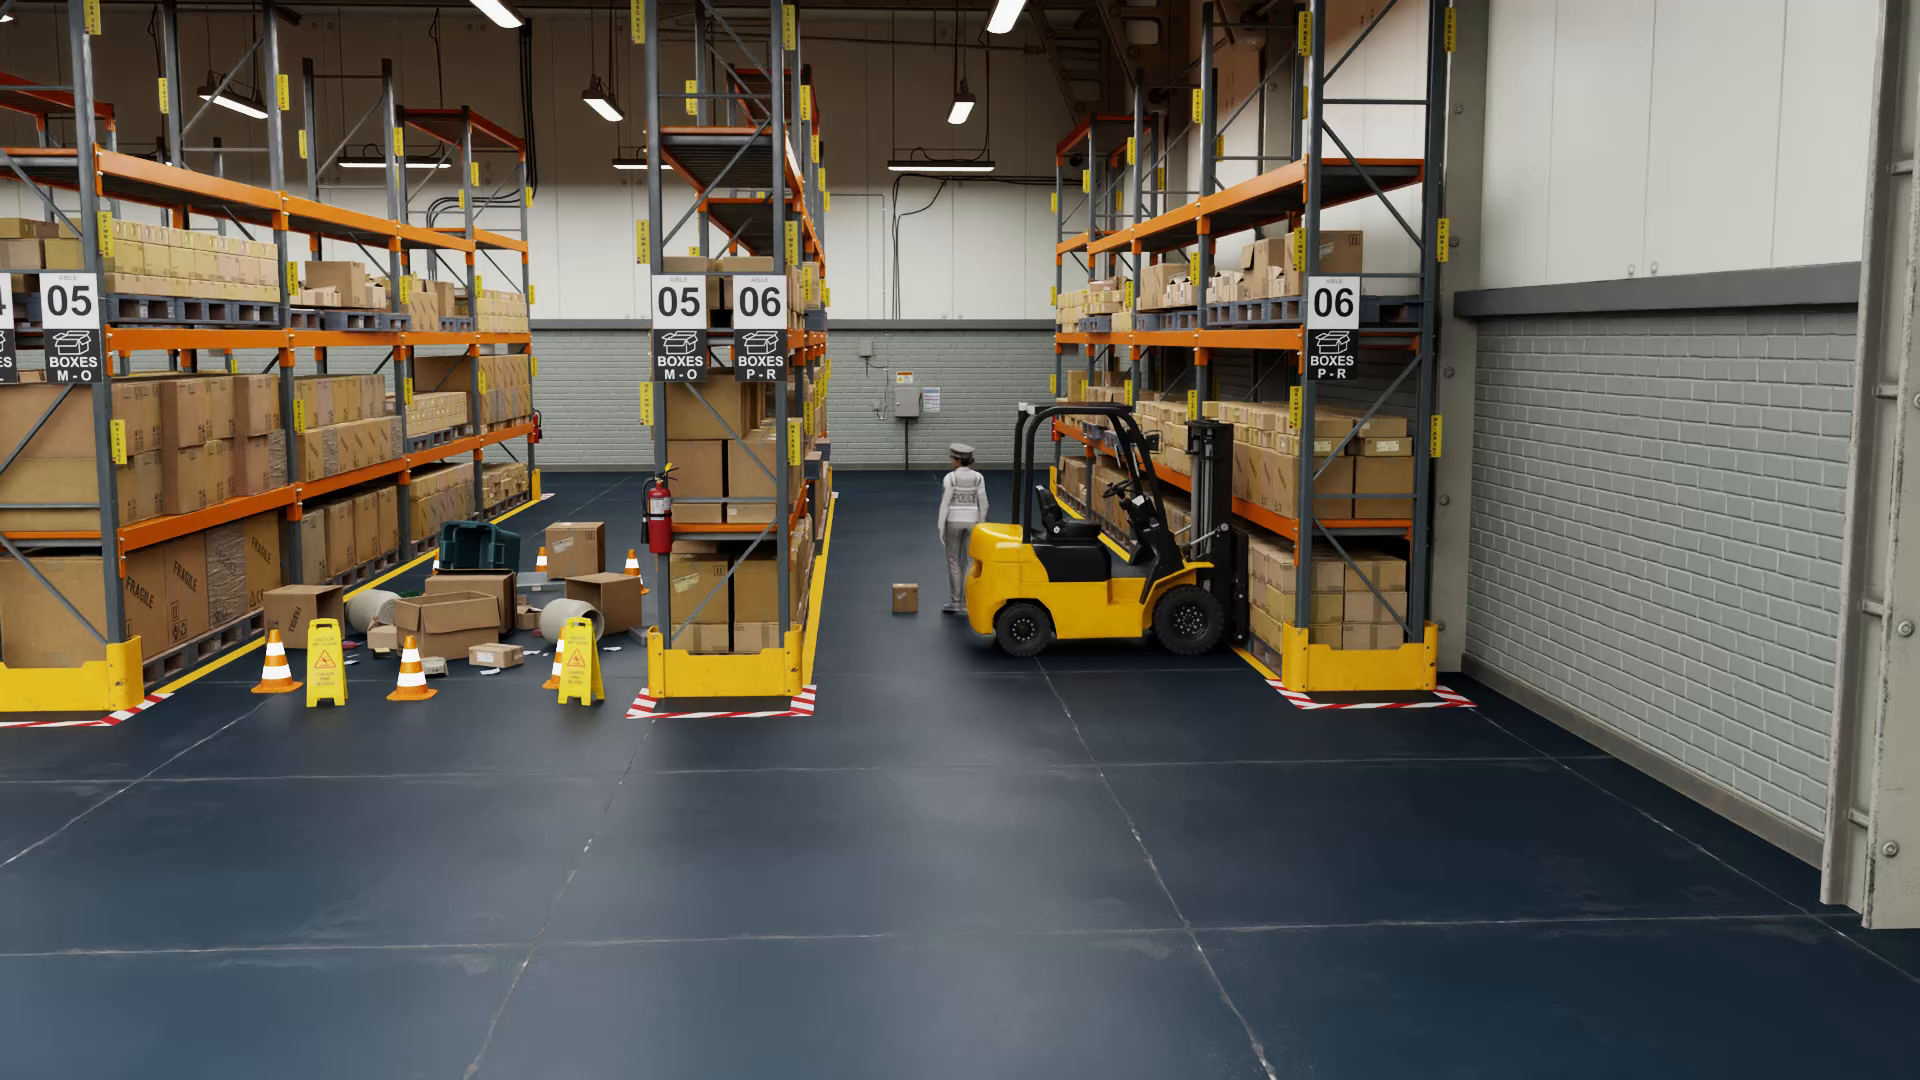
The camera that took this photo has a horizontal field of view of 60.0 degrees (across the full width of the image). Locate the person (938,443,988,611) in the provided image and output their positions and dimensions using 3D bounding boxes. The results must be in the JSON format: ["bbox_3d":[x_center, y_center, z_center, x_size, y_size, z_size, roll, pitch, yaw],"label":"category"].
[{"bbox_3d":[0.025,-0.115,16.514,0.543,1.680,0.397,-2,7,-18],"label":"person"}]
